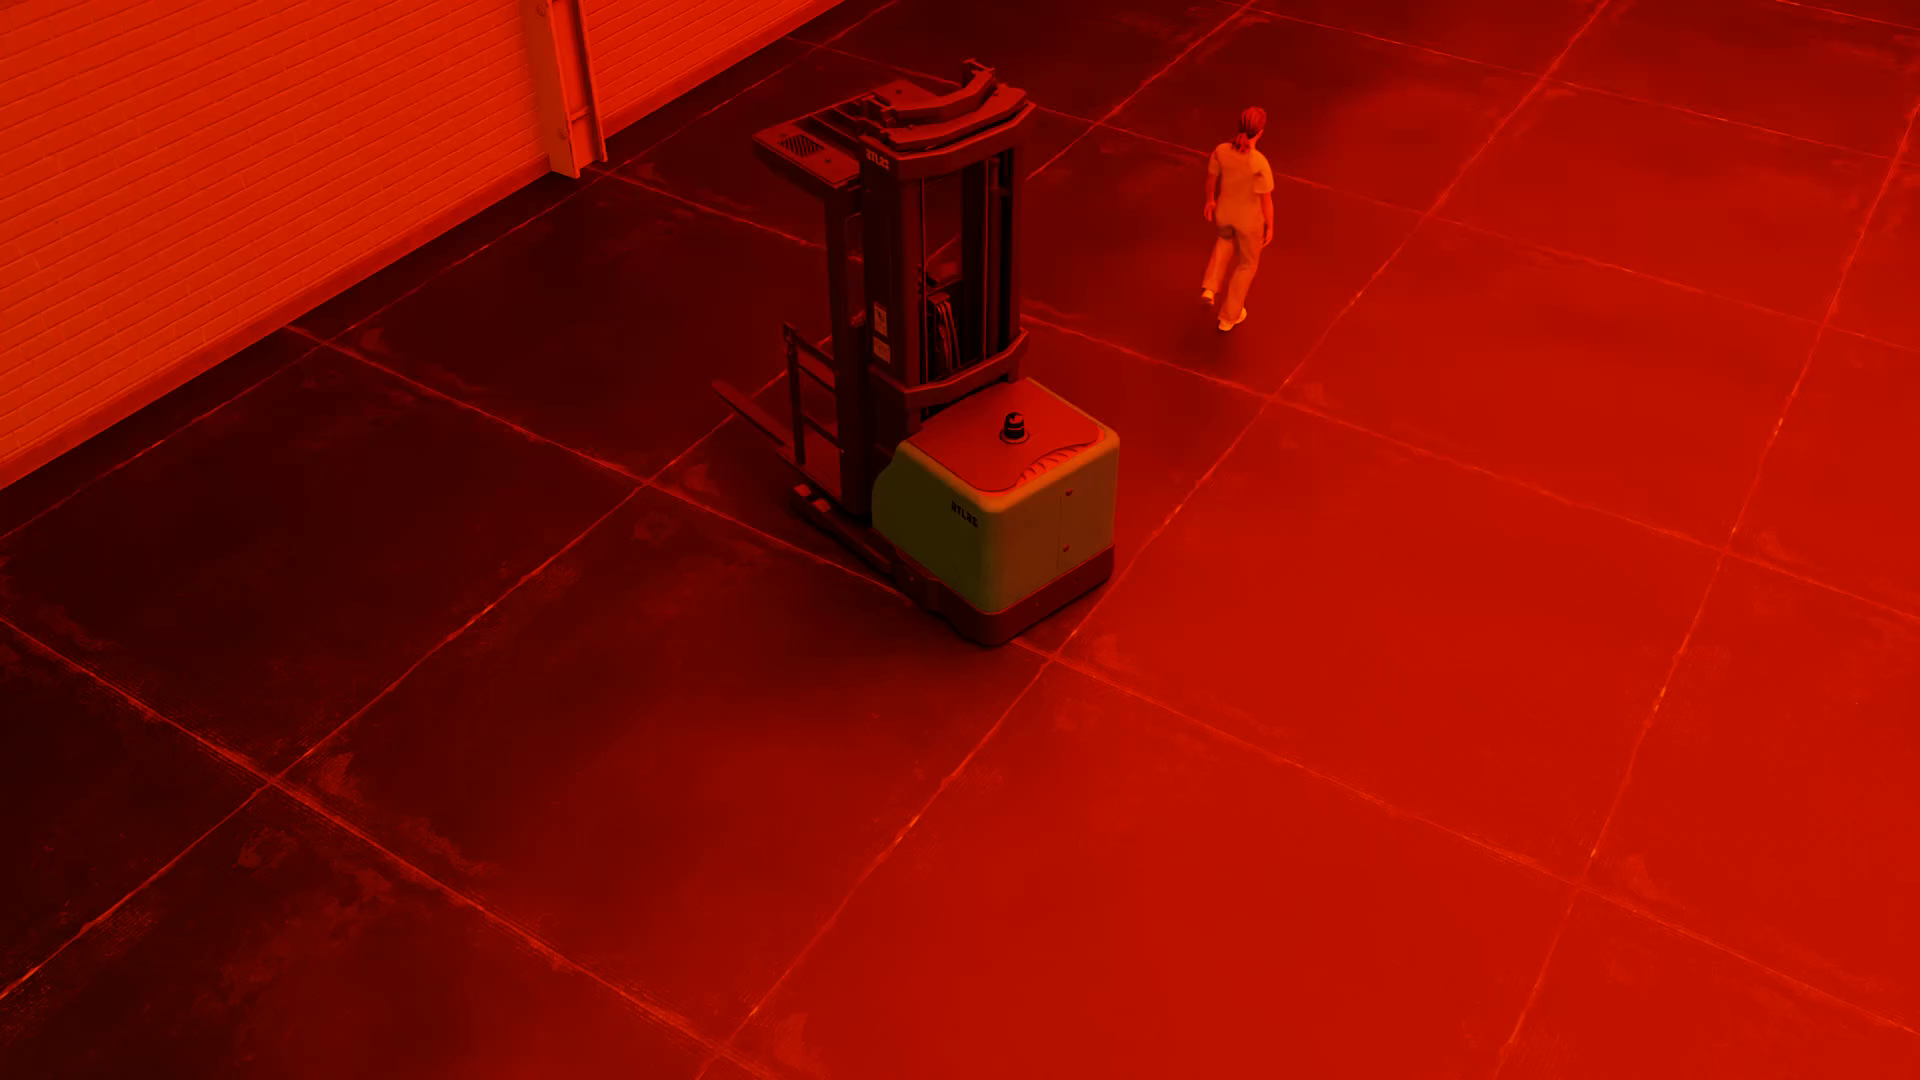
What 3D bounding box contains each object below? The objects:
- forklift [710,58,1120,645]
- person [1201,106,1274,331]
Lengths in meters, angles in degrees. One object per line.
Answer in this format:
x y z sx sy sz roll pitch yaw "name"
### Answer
-0.432 -1.399 9.618 1.130 2.935 3.031 -29 48 -30 "forklift"
1.972 -2.273 11.638 0.562 1.655 0.471 26 47 28 "person"
